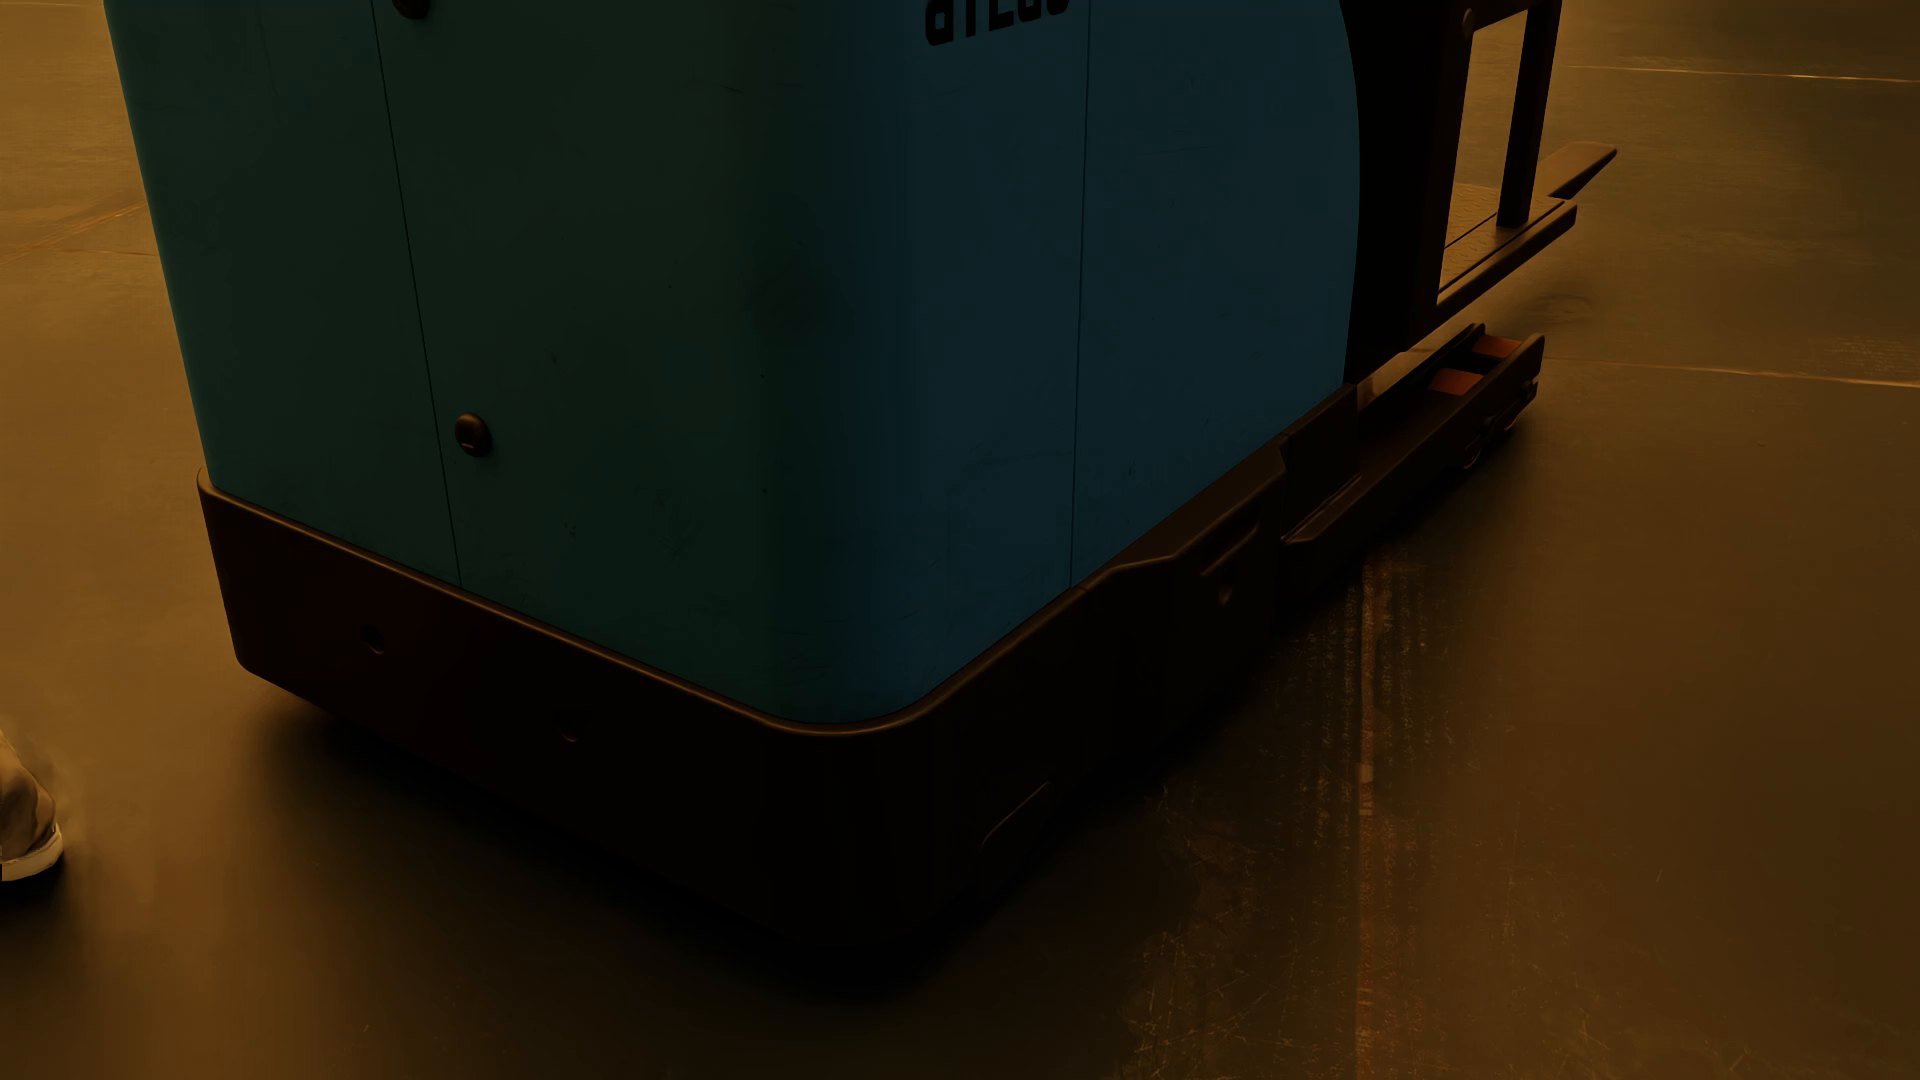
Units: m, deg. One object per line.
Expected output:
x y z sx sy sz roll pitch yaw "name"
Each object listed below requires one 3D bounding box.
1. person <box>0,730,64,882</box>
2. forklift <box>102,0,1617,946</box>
-1.116 -0.023 1.005 0.778 1.386 1.132 14 30 25 "person"
0.349 -1.534 2.287 1.130 2.935 3.031 17 32 31 "forklift"
